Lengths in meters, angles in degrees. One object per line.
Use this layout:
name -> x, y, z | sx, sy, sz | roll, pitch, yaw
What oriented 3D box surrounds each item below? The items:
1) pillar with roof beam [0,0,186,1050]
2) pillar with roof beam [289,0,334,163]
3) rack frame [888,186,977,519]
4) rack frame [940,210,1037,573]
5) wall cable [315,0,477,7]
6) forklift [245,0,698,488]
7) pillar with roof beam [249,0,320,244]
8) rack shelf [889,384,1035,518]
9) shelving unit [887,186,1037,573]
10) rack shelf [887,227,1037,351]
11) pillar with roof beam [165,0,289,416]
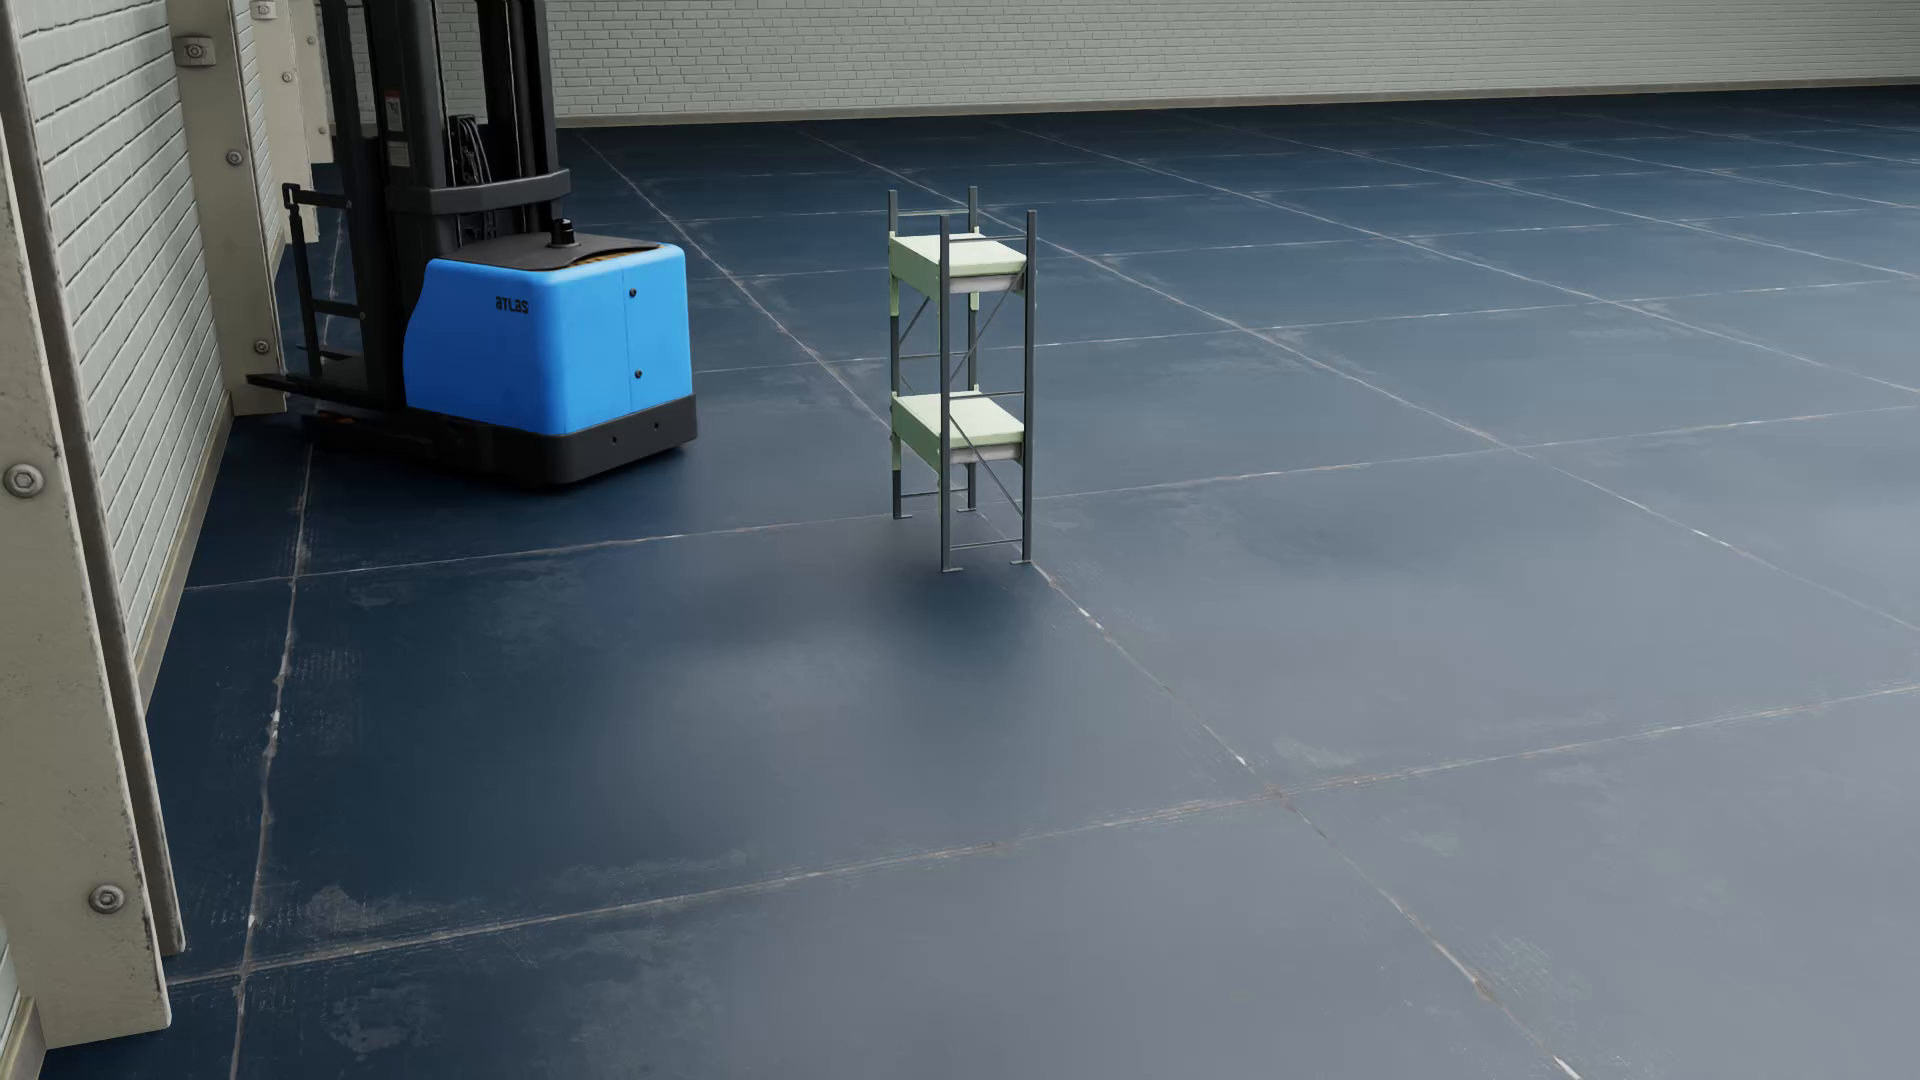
pillar with roof beam -> 1.937, -3.542, 3.966 | 9.100, 9.000, 0.400 | -6, 21, -17
pillar with roof beam -> -3.721, -9.319, 20.048 | 9.100, 9.000, 0.400 | -6, 21, -17
rack frame -> -0.117, -0.825, 7.496 | 0.400, 1.500, 0.023 | -6, 21, -17
rack frame -> 0.113, -0.591, 6.842 | 0.400, 1.500, 0.023 | -6, 21, -17
wall cable -> -7.478, -8.486, 22.323 | 3.097, 2.526, 0.112 | -6, 21, -17
forklift -> -2.889, -1.989, 8.618 | 3.031, 2.935, 1.130 | 12, 23, 31
pillar with roof beam -> -1.835, -7.393, 14.688 | 9.100, 9.000, 0.400 | -6, 21, -17
rack shelf -> -0.002, -0.401, 7.279 | 0.431, 0.370, 0.720 | -6, 21, -17
shelving unit -> -0.002, -0.708, 7.169 | 0.431, 1.500, 0.755 | -6, 21, -17
rack shelf -> -0.002, -1.075, 7.037 | 0.431, 0.370, 0.720 | -6, 21, -17
pillar with roof beam -> 0.051, -5.468, 9.327 | 9.100, 9.000, 0.400 | -6, 21, -17
